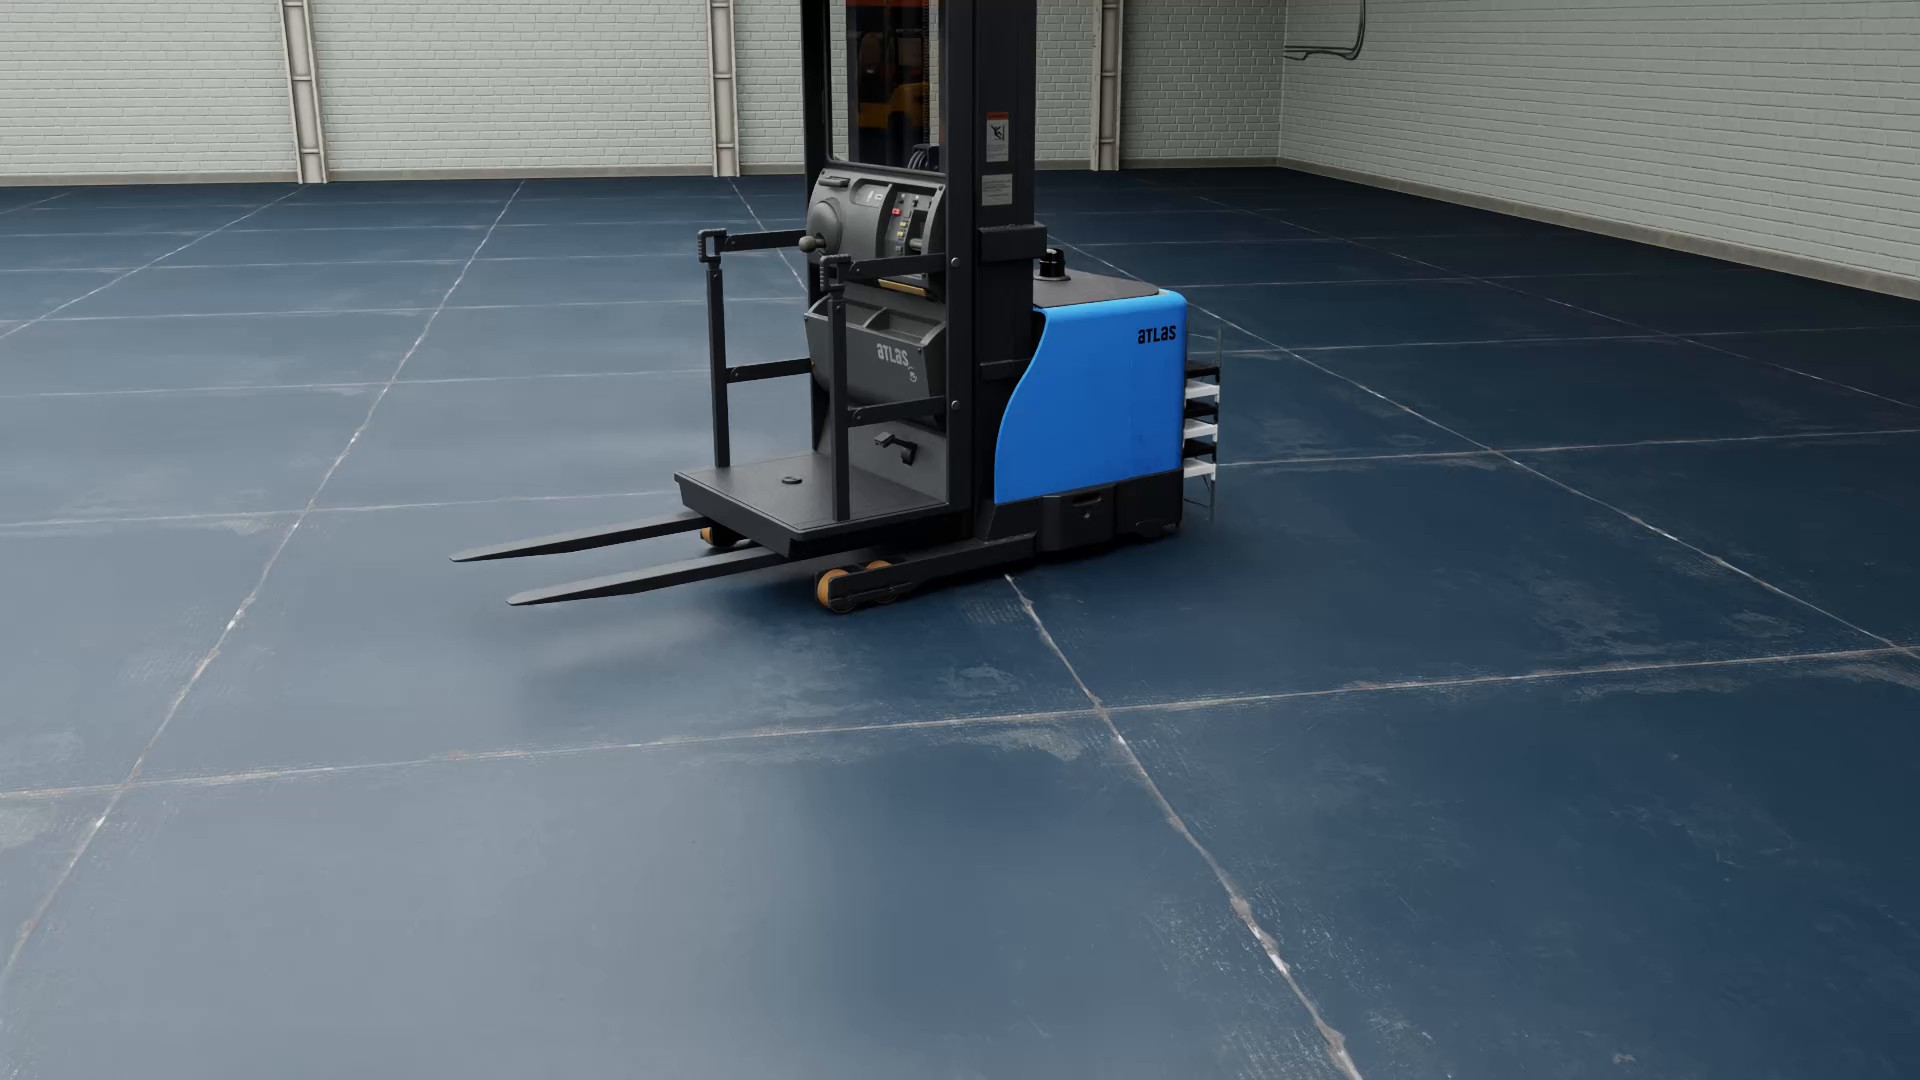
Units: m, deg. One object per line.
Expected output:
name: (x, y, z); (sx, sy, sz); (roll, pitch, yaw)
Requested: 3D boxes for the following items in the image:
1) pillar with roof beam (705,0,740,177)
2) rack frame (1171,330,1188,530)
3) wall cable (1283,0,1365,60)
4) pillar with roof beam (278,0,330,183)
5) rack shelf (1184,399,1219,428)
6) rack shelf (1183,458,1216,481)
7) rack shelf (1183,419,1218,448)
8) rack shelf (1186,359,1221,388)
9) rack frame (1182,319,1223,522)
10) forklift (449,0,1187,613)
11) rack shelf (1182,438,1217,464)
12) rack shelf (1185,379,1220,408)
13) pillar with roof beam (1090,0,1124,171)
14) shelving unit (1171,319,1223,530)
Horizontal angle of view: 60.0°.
pillar with roof beam: (-2.765, -8.646, 20.134); (0.400, 9.000, 9.100); (-3, 17, -10)
rack frame: (0.917, -0.506, 7.425); (0.006, 0.900, 0.240); (-11, 20, -33)
wall cable: (5.452, -8.520, 25.012); (0.112, 2.526, 3.097); (-3, 17, -10)
pillar with roof beam: (-8.656, -8.312, 19.046); (0.400, 9.000, 9.100); (-3, 17, -10)
rack shelf: (1.000, -0.577, 7.464); (0.200, 0.077, 0.258); (-11, 20, -33)
rack shelf: (1.000, -0.319, 7.543); (0.200, 0.077, 0.258); (-11, 20, -33)
rack shelf: (1.000, -0.491, 7.491); (0.200, 0.077, 0.258); (-11, 20, -33)
rack shelf: (1.000, -0.749, 7.412); (0.200, 0.077, 0.258); (-11, 20, -33)
rack frame: (1.084, -0.540, 7.536); (0.006, 0.900, 0.240); (-11, 20, -33)
forklift: (-0.516, -1.296, 6.540); (3.031, 2.935, 1.130); (-11, 20, -33)
rack shelf: (1.000, -0.405, 7.517); (0.200, 0.077, 0.258); (-11, 20, -33)
rack shelf: (1.000, -0.663, 7.438); (0.200, 0.077, 0.258); (-11, 20, -33)
pillar with roof beam: (3.126, -8.980, 21.222); (0.400, 9.000, 9.100); (-3, 17, -10)
shelving unit: (1.000, -0.523, 7.481); (0.210, 0.900, 0.258); (-11, 20, -33)
